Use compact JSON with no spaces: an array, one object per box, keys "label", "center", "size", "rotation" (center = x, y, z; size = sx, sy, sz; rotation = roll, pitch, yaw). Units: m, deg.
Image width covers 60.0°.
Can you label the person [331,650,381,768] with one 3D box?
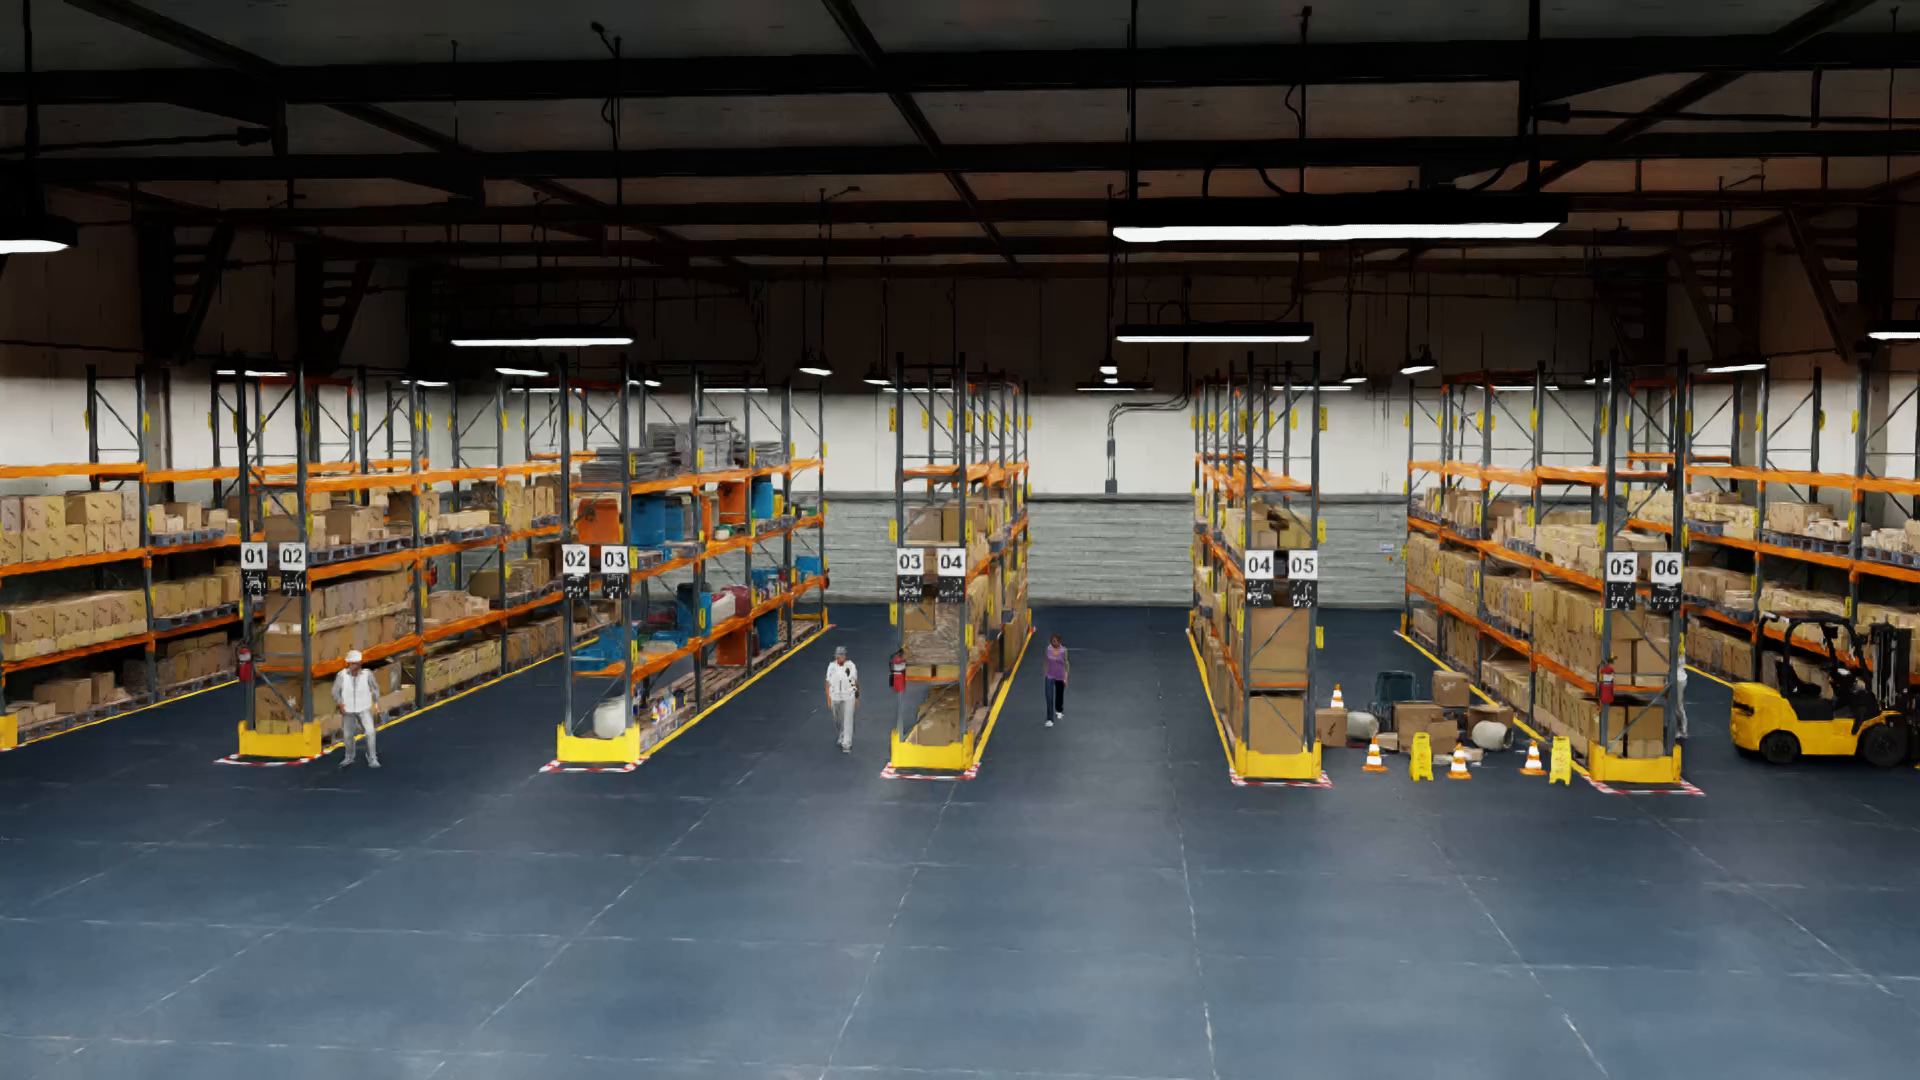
[{"label":"person","center":[-8.731,2.429,24.070],"size":[0.676,1.717,0.780],"rotation":[-1,4,-15]}]

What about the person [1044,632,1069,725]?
[{"label":"person","center":[1.601,2.272,27.554],"size":[0.415,1.517,1.030],"rotation":[0,4,3]}]

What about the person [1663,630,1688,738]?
[{"label":"person","center":[11.343,2.275,26.459],"size":[0.544,1.667,0.573],"rotation":[3,5,38]}]

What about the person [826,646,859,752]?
[{"label":"person","center":[-1.798,2.396,25.367],"size":[0.497,1.583,1.090],"rotation":[1,4,8]}]
